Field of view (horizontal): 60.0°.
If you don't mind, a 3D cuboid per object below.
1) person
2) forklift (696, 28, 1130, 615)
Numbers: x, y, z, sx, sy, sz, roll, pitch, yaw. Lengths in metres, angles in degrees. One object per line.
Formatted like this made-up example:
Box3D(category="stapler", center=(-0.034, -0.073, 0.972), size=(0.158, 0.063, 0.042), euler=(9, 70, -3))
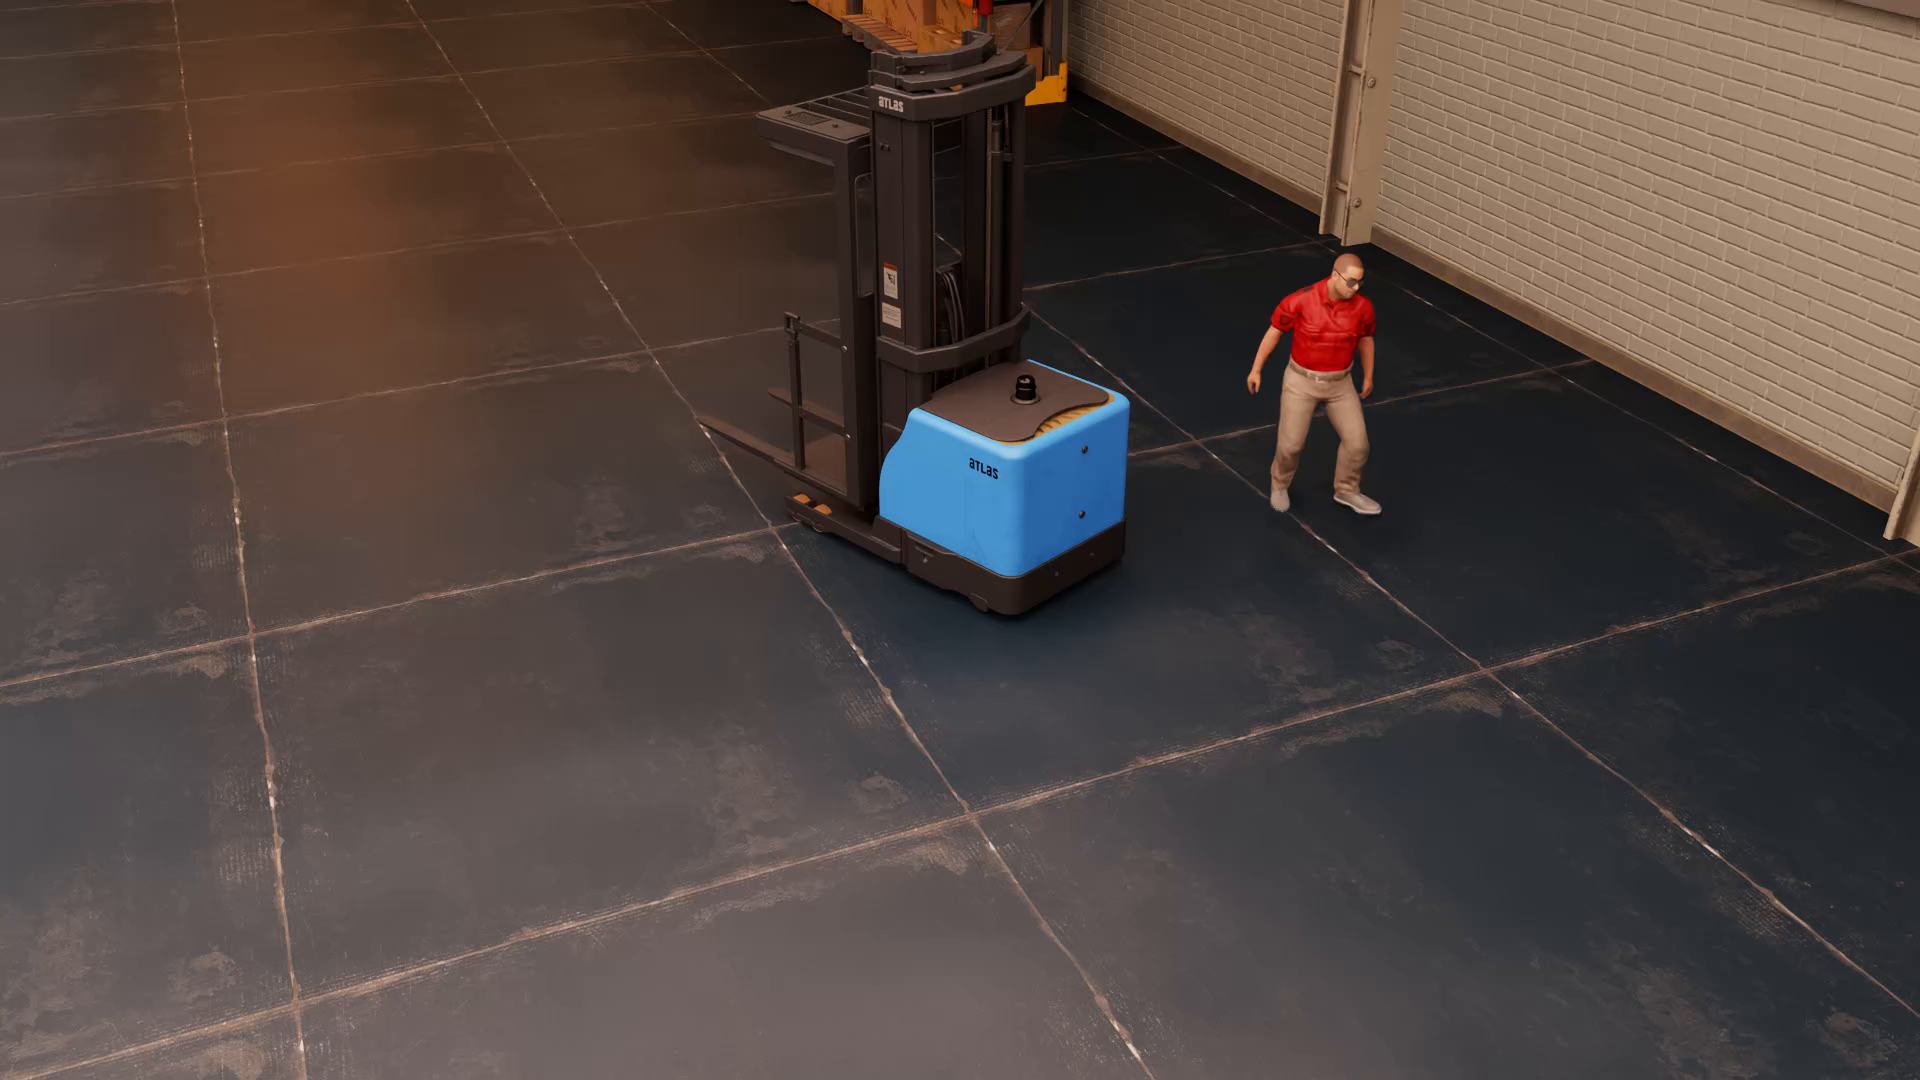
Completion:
Box3D(category="person", center=(2.184, -0.950, 10.062), size=(0.878, 1.703, 0.420), euler=(0, 30, 0))
Box3D(category="forklift", center=(-0.436, -1.483, 9.714), size=(3.031, 2.935, 1.130), euler=(26, 39, 37))
